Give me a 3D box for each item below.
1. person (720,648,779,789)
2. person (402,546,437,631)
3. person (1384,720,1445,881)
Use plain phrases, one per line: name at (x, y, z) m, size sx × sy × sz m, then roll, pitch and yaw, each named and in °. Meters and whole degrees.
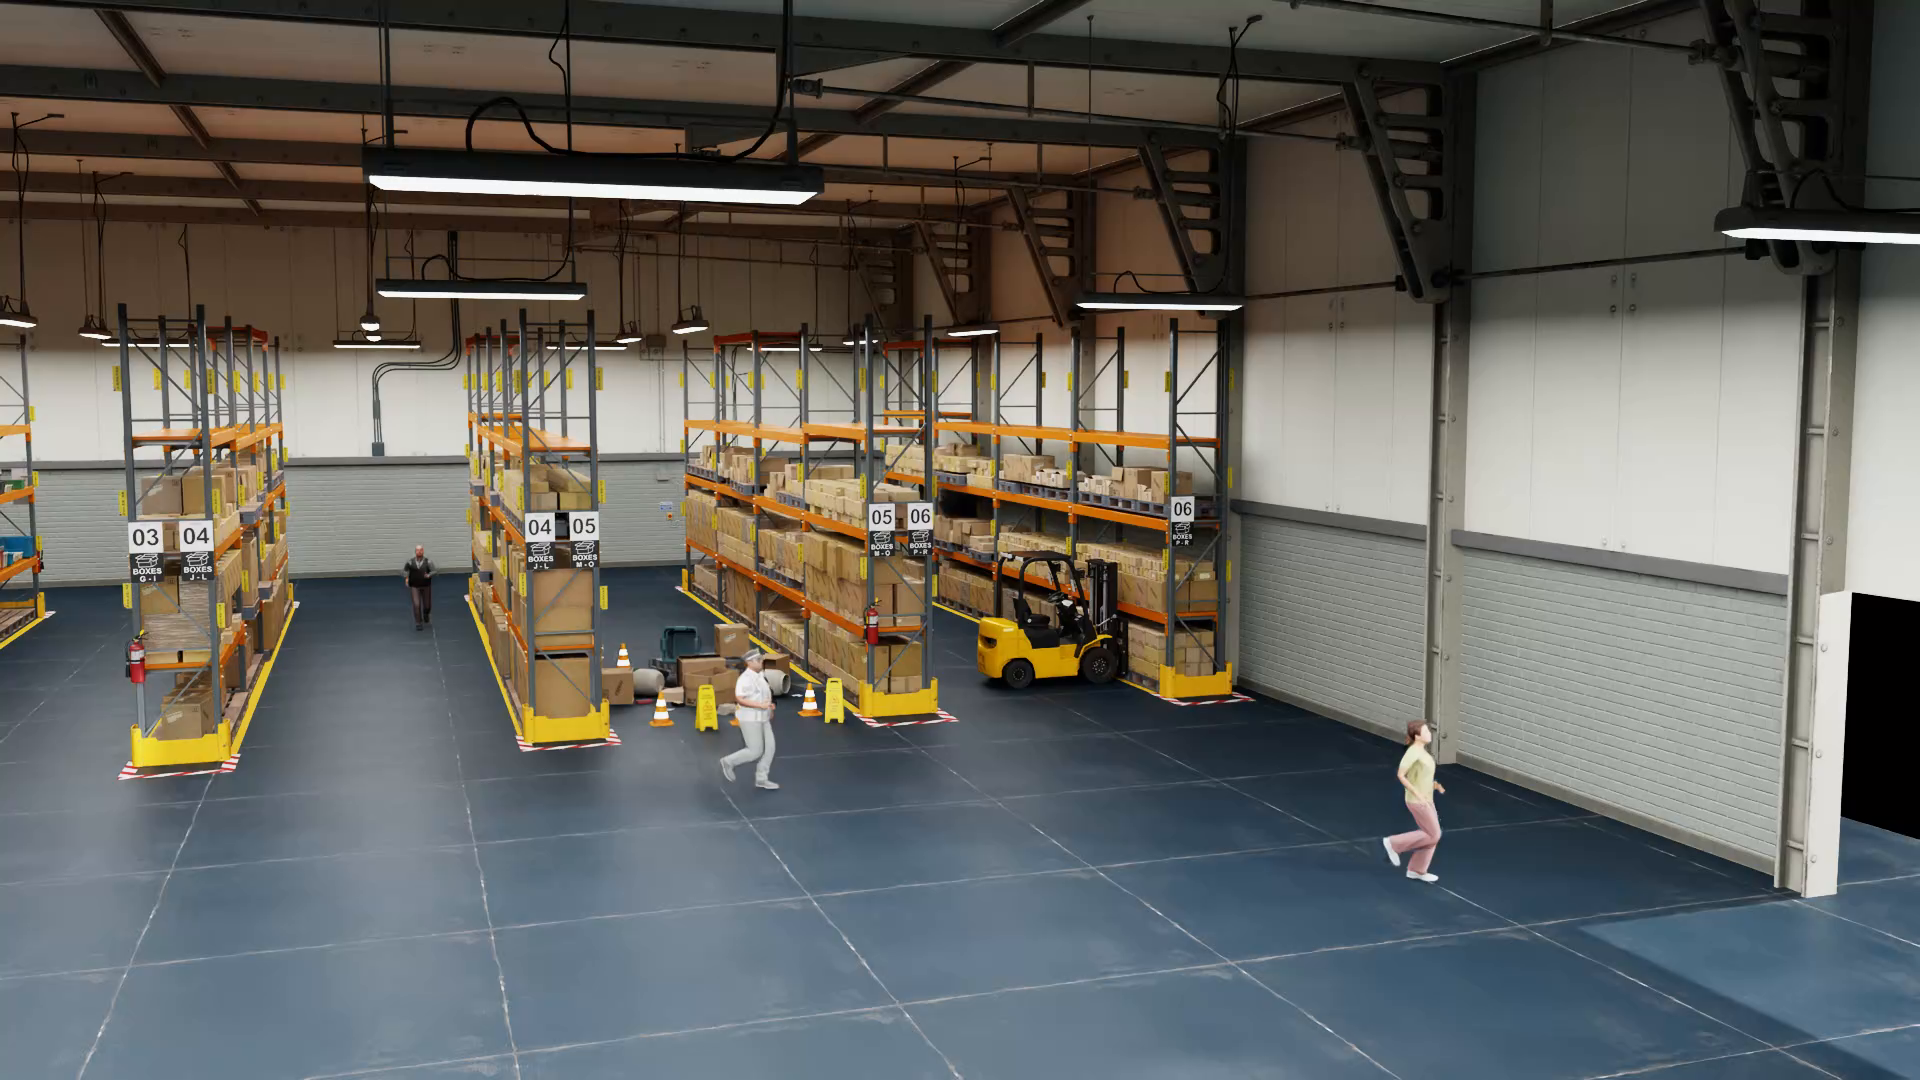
person at (-2.574, 2.187, 20.496) m, size 0.746 × 1.748 × 0.672 m, roll 2°, pitch 6°, yaw 17°
person at (-10.940, 0.965, 33.690) m, size 0.670 × 1.694 × 0.869 m, roll -2°, pitch 6°, yaw -18°
person at (4.580, 2.615, 16.747) m, size 0.562 × 1.626 × 0.586 m, roll 3°, pitch 6°, yaw 25°
